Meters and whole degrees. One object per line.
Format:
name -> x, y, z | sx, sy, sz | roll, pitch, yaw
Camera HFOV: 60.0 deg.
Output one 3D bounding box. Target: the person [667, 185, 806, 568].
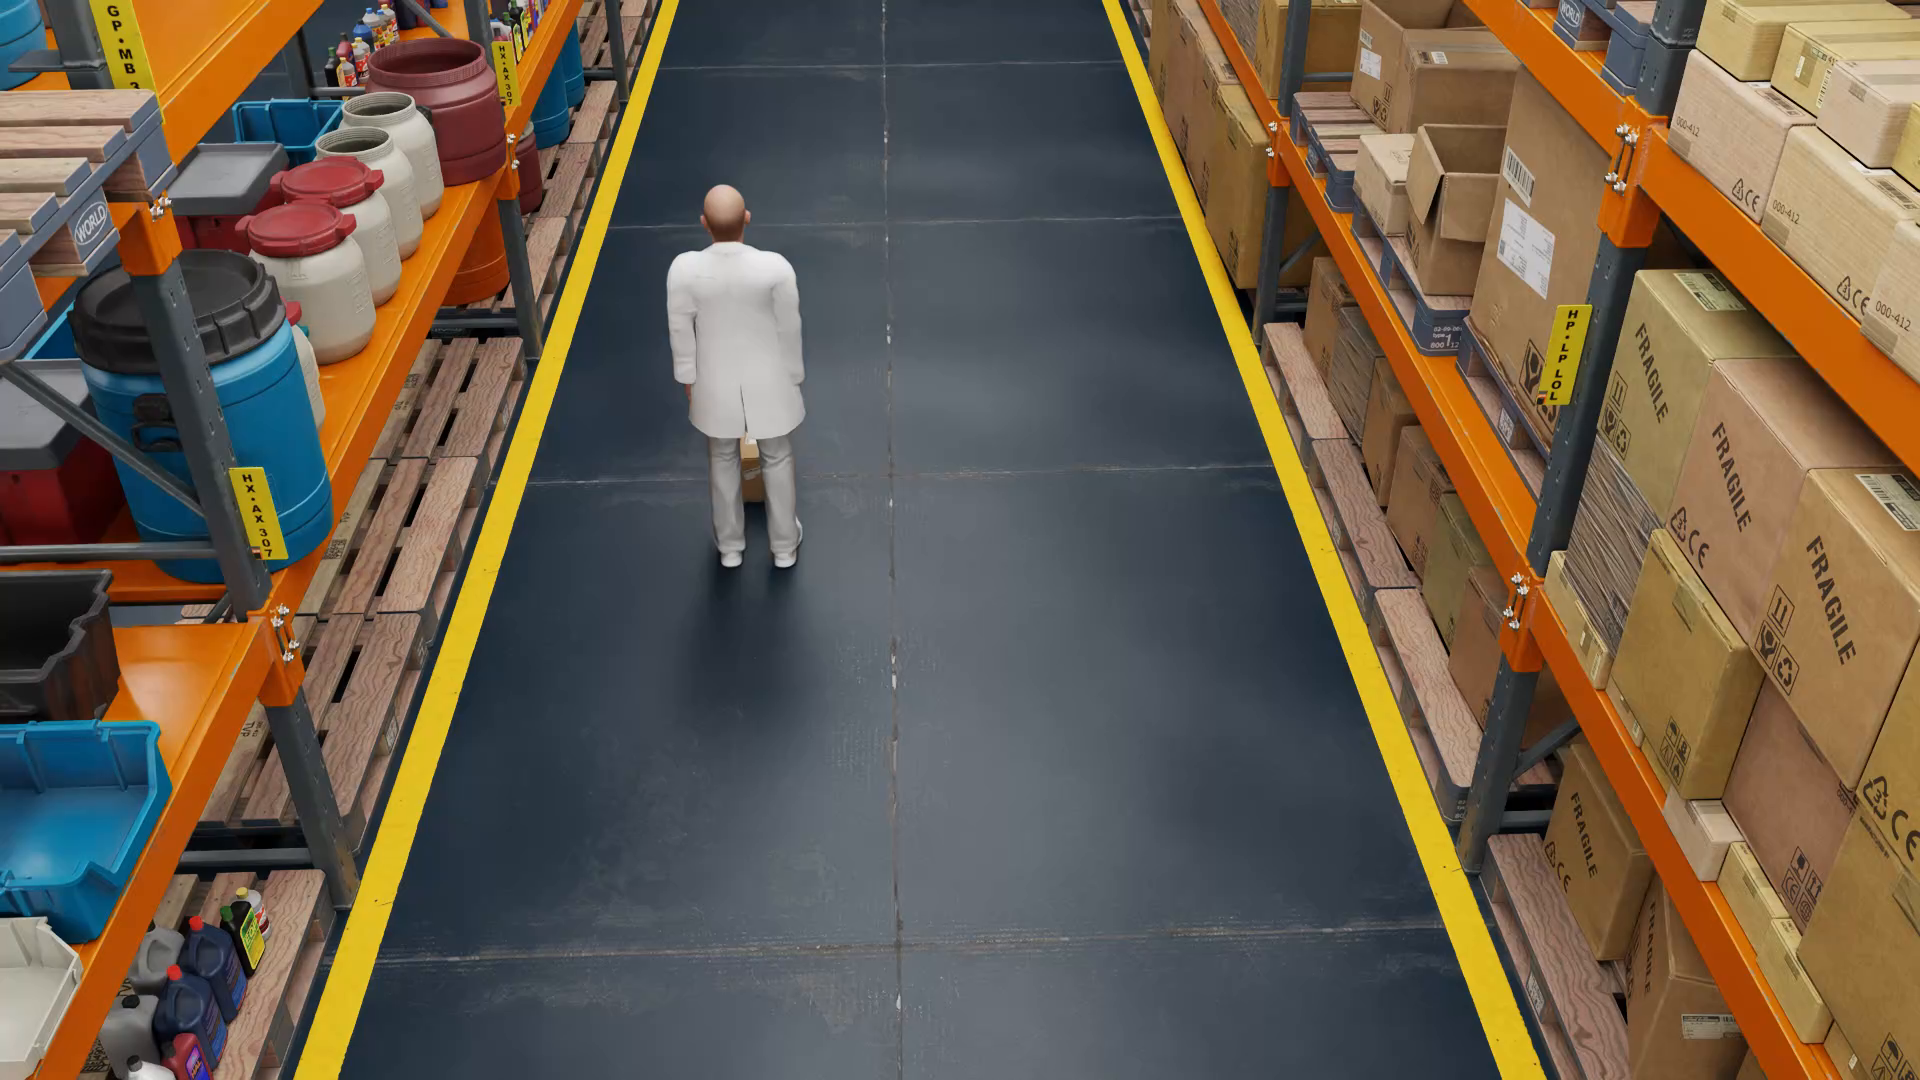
person -> -0.947, -0.698, 7.166 | 0.564, 1.776, 0.386 | -1, 35, -1
